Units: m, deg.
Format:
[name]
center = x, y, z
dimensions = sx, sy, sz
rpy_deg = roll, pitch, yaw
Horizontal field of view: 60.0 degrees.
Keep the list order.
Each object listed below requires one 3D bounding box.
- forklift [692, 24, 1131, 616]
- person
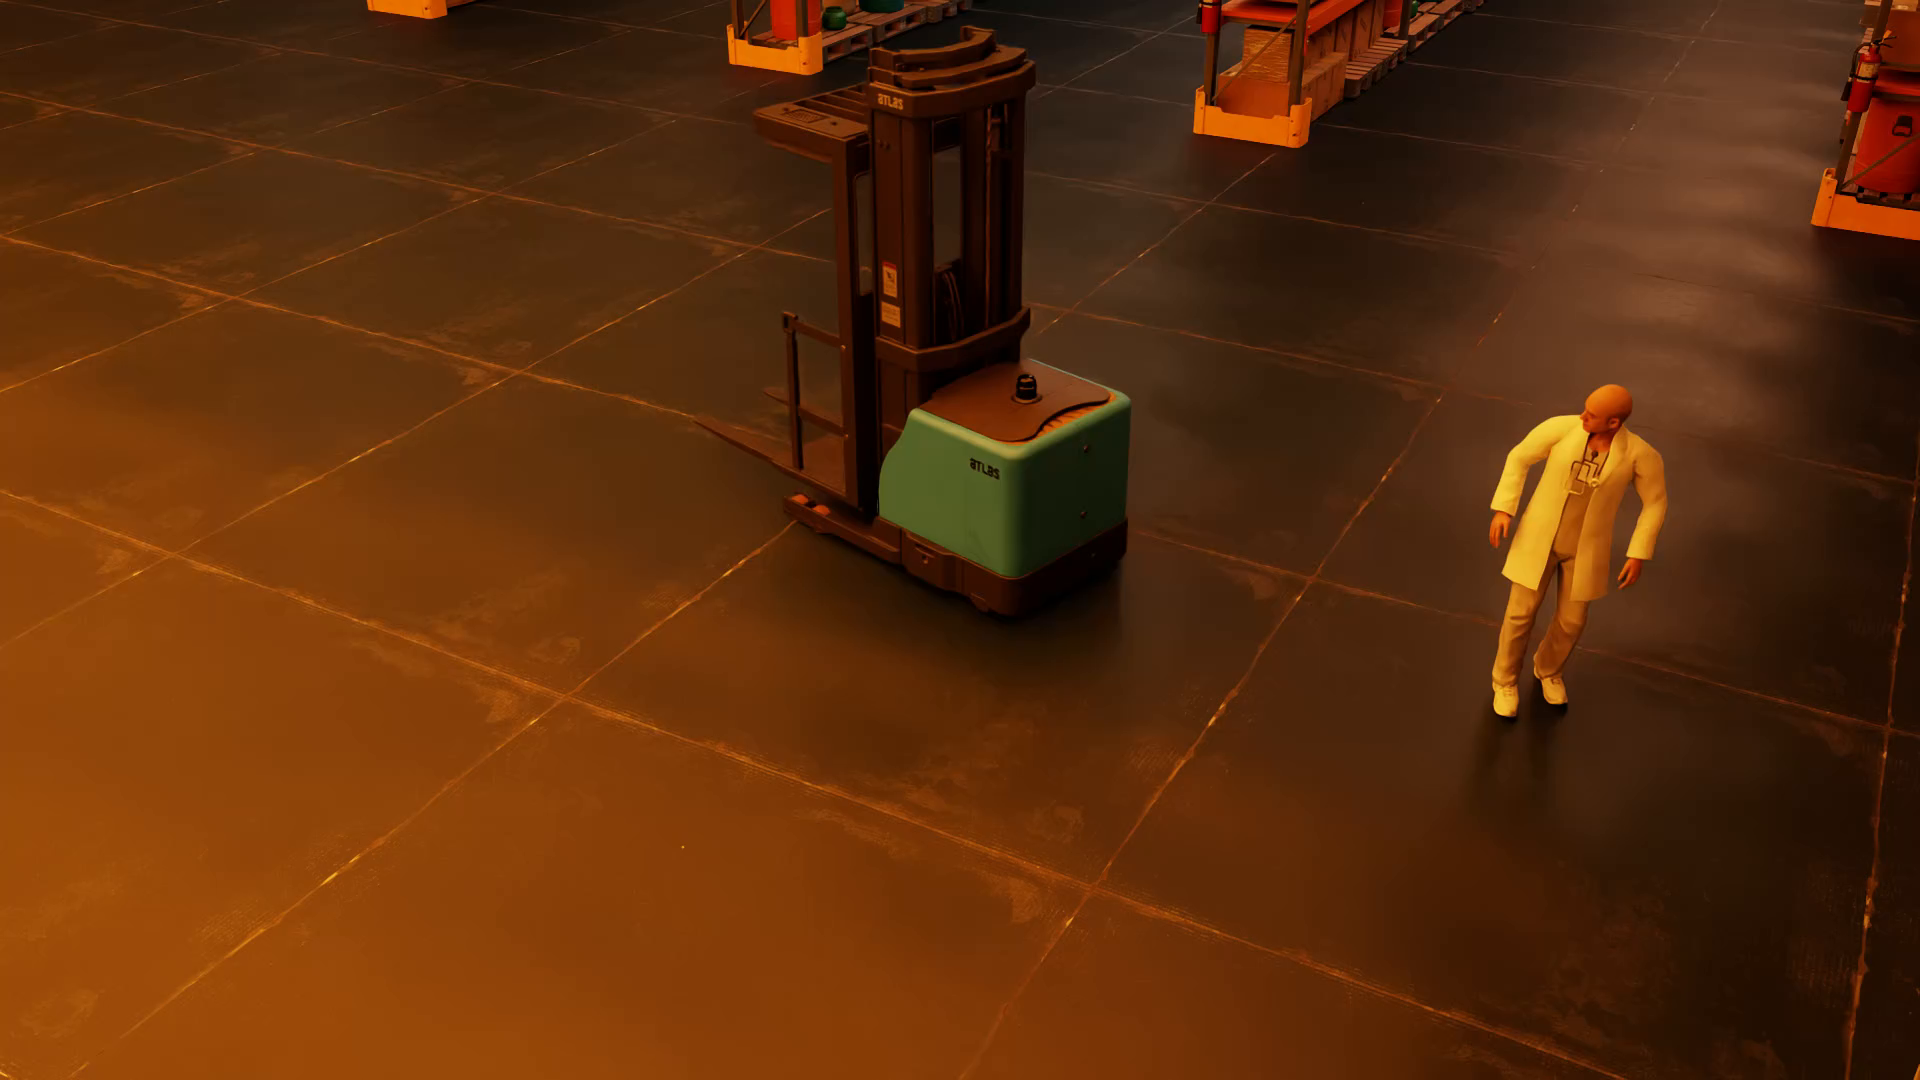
[forklift]
center = -0.443, -1.479, 9.634
dimensions = 3.031, 2.935, 1.130
rpy_deg = 26, 39, 37
[person]
center = 2.992, 0.053, 8.155
dimensions = 0.798, 1.759, 0.557
rpy_deg = 9, 31, 15
